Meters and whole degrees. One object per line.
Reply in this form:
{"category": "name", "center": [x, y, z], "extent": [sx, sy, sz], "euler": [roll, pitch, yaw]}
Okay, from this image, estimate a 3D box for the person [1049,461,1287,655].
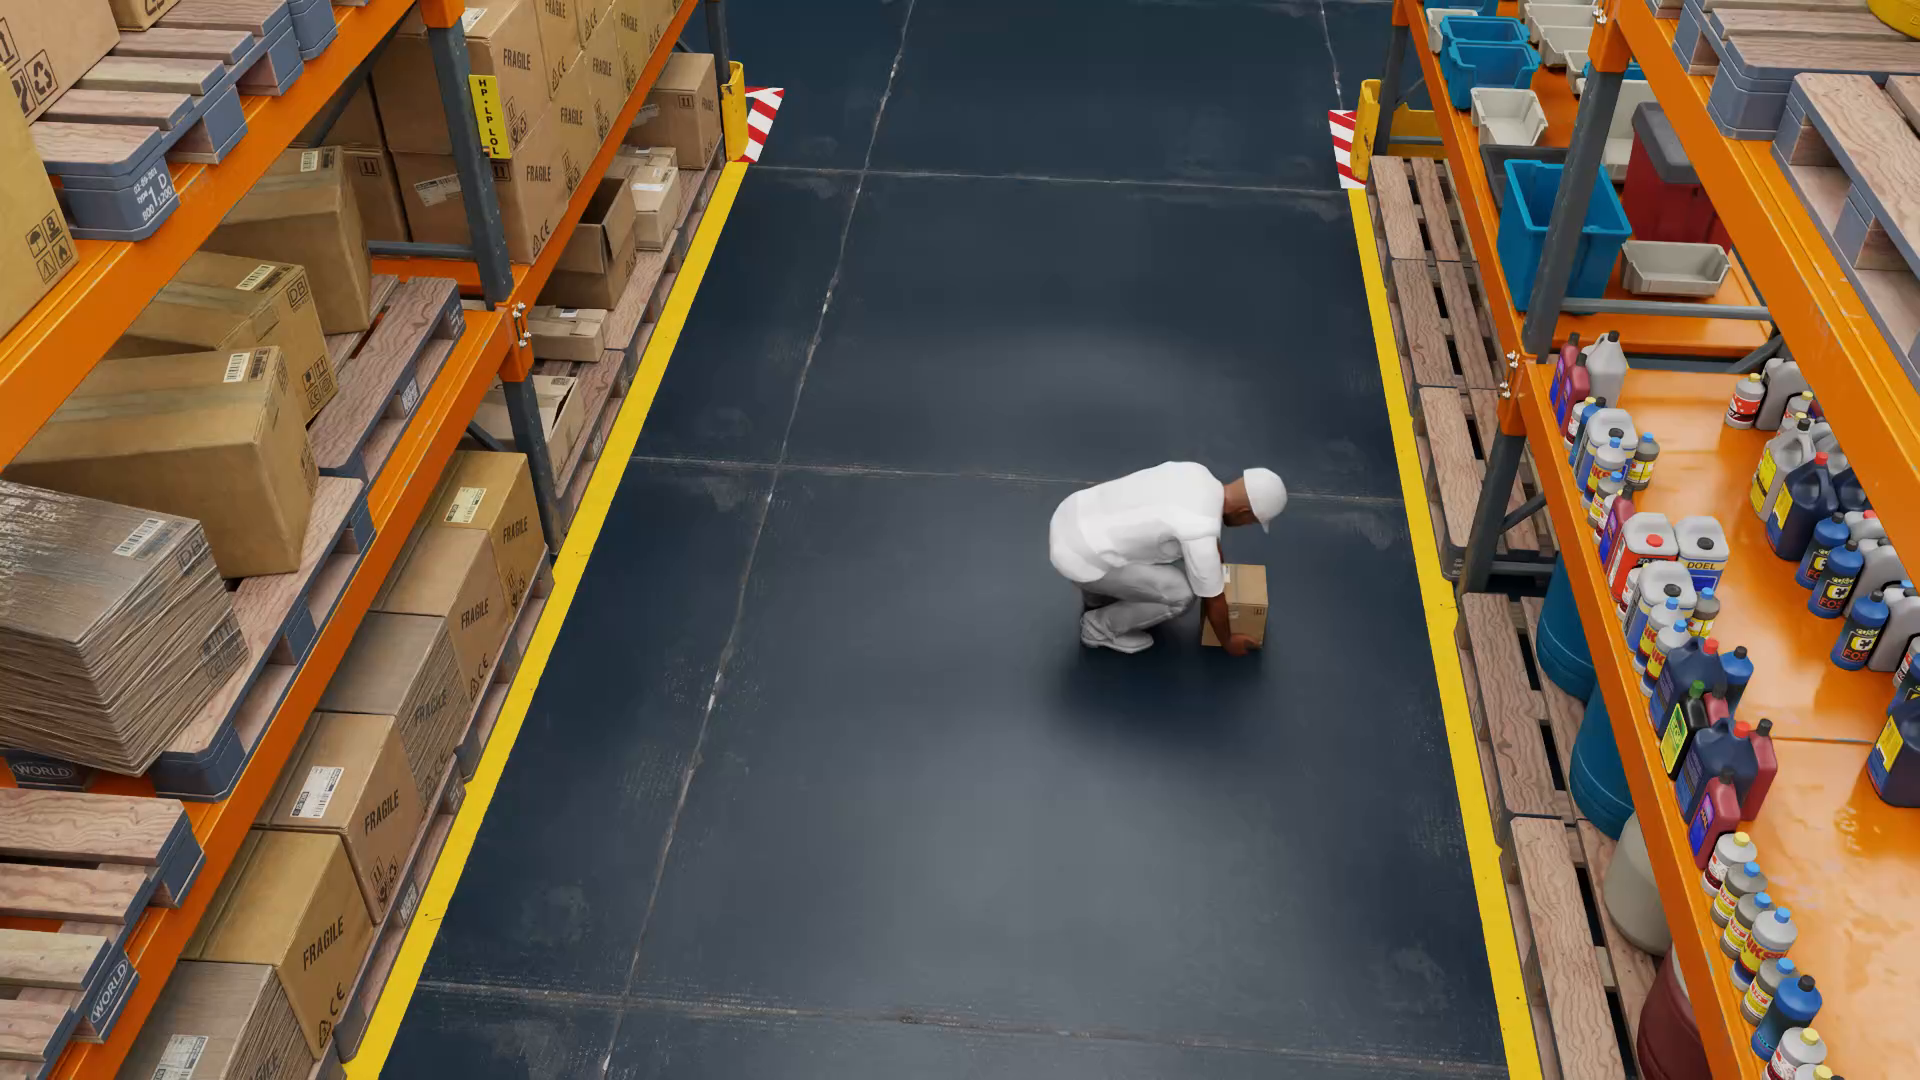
{"category": "person", "center": [0.838, 0.059, 6.874], "extent": [0.944, 0.860, 0.534], "euler": [3, 40, 3]}
